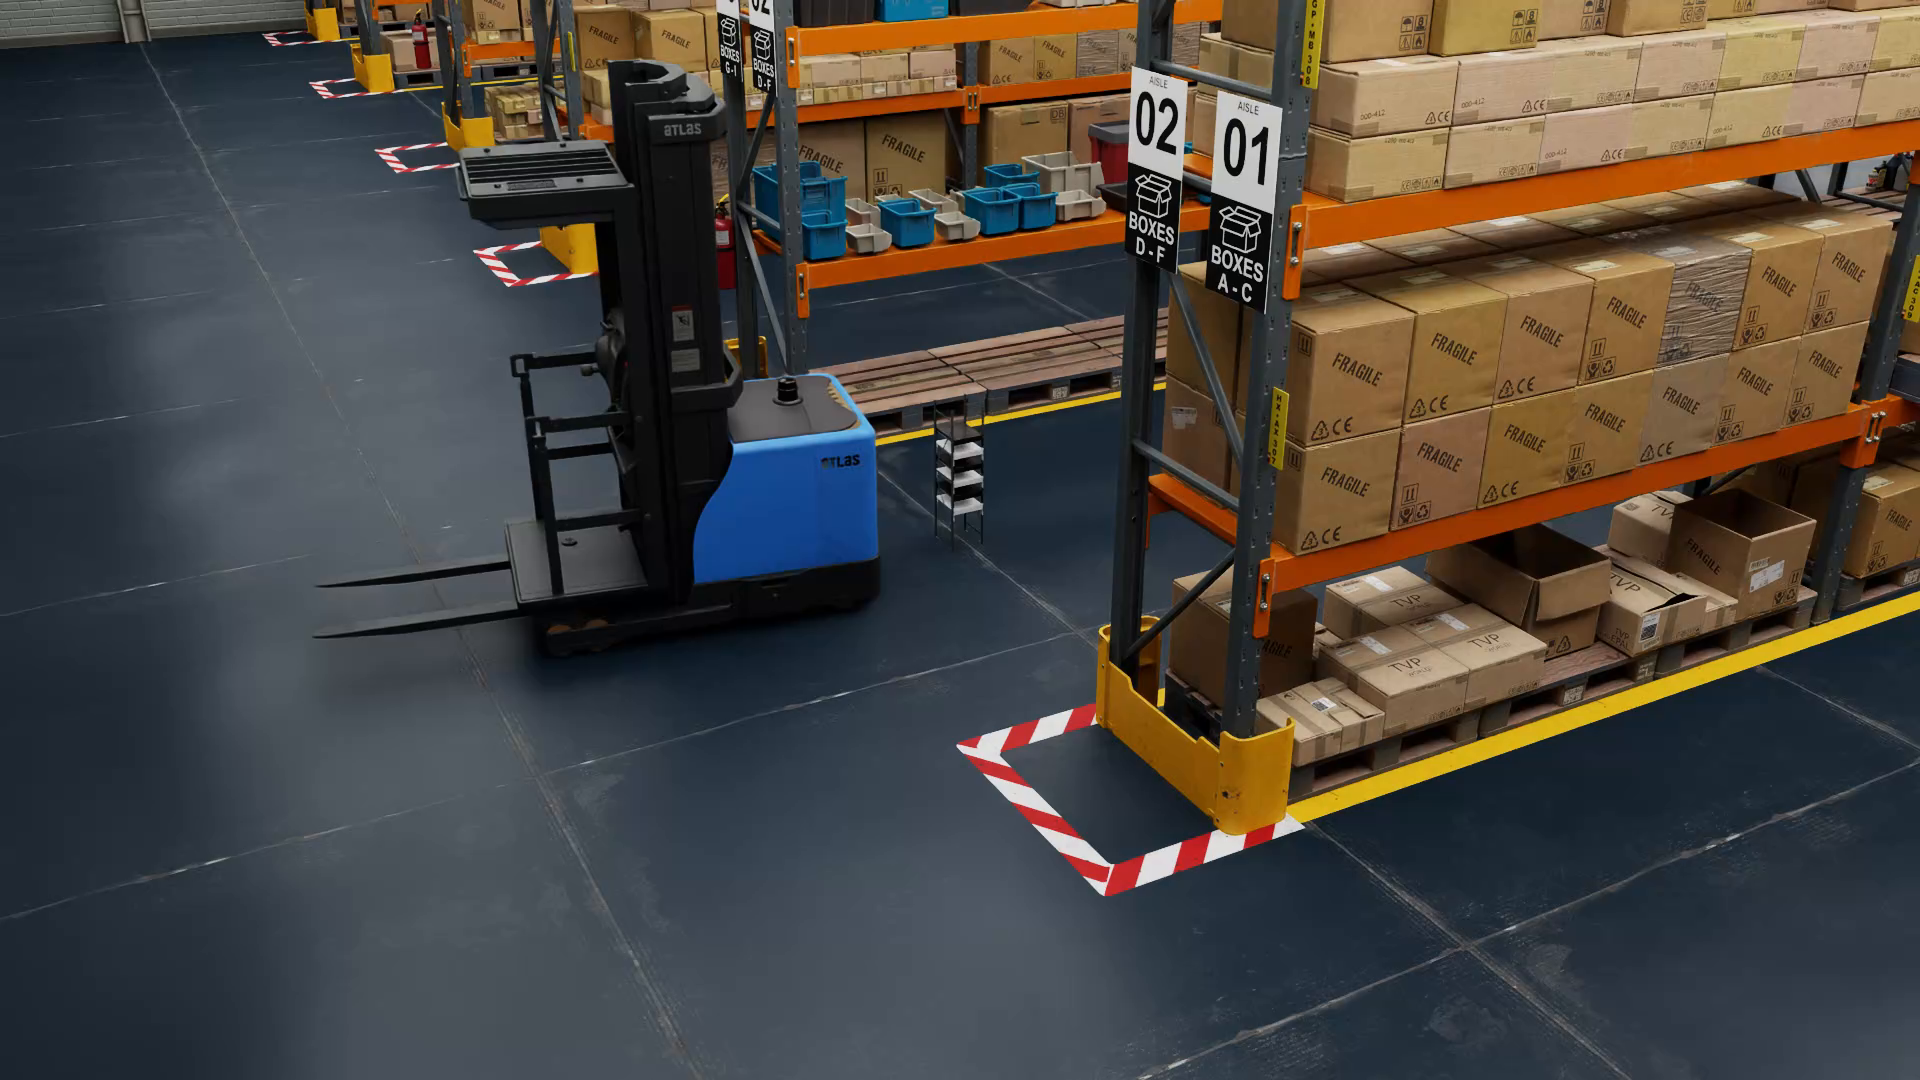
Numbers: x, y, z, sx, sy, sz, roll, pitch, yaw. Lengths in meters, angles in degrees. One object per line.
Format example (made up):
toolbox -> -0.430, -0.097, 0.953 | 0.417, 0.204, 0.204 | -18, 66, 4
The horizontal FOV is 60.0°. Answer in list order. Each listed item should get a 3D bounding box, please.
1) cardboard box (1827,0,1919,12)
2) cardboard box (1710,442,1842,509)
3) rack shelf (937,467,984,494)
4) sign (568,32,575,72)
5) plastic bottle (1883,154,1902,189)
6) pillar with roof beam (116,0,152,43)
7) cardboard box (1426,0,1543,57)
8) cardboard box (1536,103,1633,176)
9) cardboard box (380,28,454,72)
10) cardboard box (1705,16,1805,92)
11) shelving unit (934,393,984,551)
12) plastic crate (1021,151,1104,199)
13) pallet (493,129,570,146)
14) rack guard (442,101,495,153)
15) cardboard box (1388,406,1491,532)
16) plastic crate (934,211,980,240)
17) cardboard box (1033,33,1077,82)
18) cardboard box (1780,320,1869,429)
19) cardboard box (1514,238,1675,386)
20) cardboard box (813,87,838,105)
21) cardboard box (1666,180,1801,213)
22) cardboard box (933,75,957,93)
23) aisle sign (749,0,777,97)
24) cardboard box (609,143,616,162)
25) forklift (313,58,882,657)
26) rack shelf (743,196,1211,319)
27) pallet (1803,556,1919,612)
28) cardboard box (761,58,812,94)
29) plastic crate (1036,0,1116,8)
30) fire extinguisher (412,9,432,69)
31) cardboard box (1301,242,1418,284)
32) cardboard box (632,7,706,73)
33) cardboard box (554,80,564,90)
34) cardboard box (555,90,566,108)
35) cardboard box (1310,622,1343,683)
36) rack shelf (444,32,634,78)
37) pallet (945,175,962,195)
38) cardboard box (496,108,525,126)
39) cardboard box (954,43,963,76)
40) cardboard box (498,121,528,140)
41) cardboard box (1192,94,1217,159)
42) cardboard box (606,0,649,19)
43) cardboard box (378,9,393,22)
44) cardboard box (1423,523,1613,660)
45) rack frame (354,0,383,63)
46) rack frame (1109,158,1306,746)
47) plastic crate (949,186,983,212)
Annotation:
cardboard box -> 4.132, -2.811, 7.844 | 0.500, 0.500, 0.700 | -13, 29, -25
cardboard box -> 4.844, -0.358, 9.851 | 0.500, 0.500, 0.500 | -13, 29, -25
rack shelf -> -0.007, -0.374, 10.007 | 0.200, 0.077, 0.258 | -13, 29, -25
sign -> -3.388, -4.259, 14.504 | 0.005, 0.325, 0.100 | -13, 29, -25
plastic bottle -> 9.708, -3.844, 17.284 | 0.185, 0.351, 0.144 | -14, 29, -26
pillar with roof beam -> -11.424, -10.581, 21.833 | 0.400, 9.000, 9.100 | -13, 29, -25
cardboard box -> 1.941, -2.291, 6.760 | 0.500, 0.500, 0.700 | -13, 29, -25
cardboard box -> 2.475, -1.754, 7.086 | 0.500, 0.250, 0.500 | -13, 29, -25
cardboard box -> -7.772, -7.038, 23.859 | 0.875, 0.438, 0.875 | -14, 29, -27
cardboard box -> 3.357, -2.183, 7.401 | 0.500, 0.250, 0.500 | -13, 29, -25
shelving unit -> -0.007, -0.404, 9.993 | 0.210, 0.900, 0.258 | -13, 29, -25
plastic crate -> 0.782, -2.702, 12.421 | 0.530, 0.282, 0.437 | -13, 29, -25
pallet -> -5.088, -4.871, 20.093 | 1.213, 0.211, 1.003 | -13, 29, -25
rack guard -> -5.822, -4.850, 19.714 | 0.348, 0.500, 1.175 | -13, 29, -25
cardboard box -> 1.982, -0.404, 7.451 | 0.500, 0.500, 0.500 | -13, 29, -26
plastic crate -> -0.020, -2.159, 11.458 | 0.298, 0.136, 0.250 | -13, 29, -25
cardboard box -> 0.852, -5.007, 17.038 | 0.500, 0.500, 0.500 | -13, 29, -25
cardboard box -> 4.223, -0.922, 8.531 | 0.500, 0.500, 0.500 | -12, 28, -24
cardboard box -> 2.879, -1.061, 7.664 | 0.500, 0.500, 0.500 | -13, 29, -26
cardboard box -> -1.363, -4.299, 15.969 | 0.250, 0.149, 0.380 | -13, 29, -26
cardboard box -> 3.995, -1.584, 8.754 | 0.500, 0.500, 0.500 | -12, 28, -24
cardboard box -> -0.230, -4.561, 16.514 | 0.250, 0.149, 0.380 | -13, 28, -25
aisle sign -> -1.237, -3.199, 10.384 | 0.004, 0.787, 0.394 | -13, 29, -25
cardboard box -> -3.117, -3.439, 15.857 | 0.875, 0.875, 0.875 | -13, 29, -25
forklift -> -2.020, -0.955, 8.793 | 3.031, 2.935, 1.130 | -8, 27, -16
rack shelf -> 0.451, -2.238, 12.217 | 4.000, 0.370, 1.077 | -13, 29, -25
pallet -> 5.244, 0.000, 9.947 | 1.213, 0.211, 1.003 | -13, 29, -25
cardboard box -> -1.735, -4.425, 15.771 | 0.500, 0.250, 0.500 | -14, 29, -26
plastic crate -> 0.787, -3.787, 11.284 | 0.530, 0.282, 0.437 | -13, 29, -25
fire extinguisher -> -6.328, -5.883, 19.499 | 0.183, 0.674, 0.296 | -13, 29, -25
cardboard box -> 1.723, -1.057, 7.656 | 0.500, 0.500, 0.500 | -12, 28, -24
cardboard box -> -2.652, -4.547, 15.160 | 0.500, 0.500, 0.500 | -14, 29, -26
cardboard box -> -4.865, -5.497, 20.296 | 0.250, 0.149, 0.380 | -14, 29, -27
cardboard box -> -4.797, -5.215, 19.708 | 0.250, 0.149, 0.380 | -13, 29, -25
cardboard box -> 1.778, 0.564, 8.316 | 0.250, 0.166, 0.380 | -13, 29, -25
rack shelf -> -4.124, -6.044, 20.145 | 4.000, 0.370, 1.077 | -13, 29, -25
pallet -> 0.531, -3.790, 17.841 | 1.213, 0.211, 1.003 | -13, 29, -25
cardboard box -> -5.306, -5.008, 19.621 | 0.250, 0.149, 0.380 | -12, 28, -23
cardboard box -> 0.170, -5.106, 17.244 | 0.500, 0.500, 0.500 | -13, 29, -25
cardboard box -> -5.276, -4.850, 19.635 | 0.250, 0.149, 0.380 | -12, 28, -24
cardboard box -> 1.343, -1.752, 7.082 | 0.500, 0.250, 0.500 | -13, 29, -25
cardboard box -> -4.017, -6.446, 19.692 | 0.500, 0.500, 0.500 | -14, 29, -26
cardboard box -> -9.669, -8.790, 27.842 | 0.250, 0.149, 0.380 | -14, 29, -27
cardboard box -> 2.888, 0.235, 8.612 | 0.637, 0.503, 0.797 | -13, 29, -25
rack frame -> -8.307, -7.831, 23.036 | 0.127, 3.000, 1.000 | -13, 29, -25
rack frame -> 1.014, -0.262, 7.272 | 0.127, 3.000, 1.000 | -13, 29, -25
plastic crate -> 0.070, -2.485, 12.137 | 0.250, 0.136, 0.298 | -13, 29, -25
